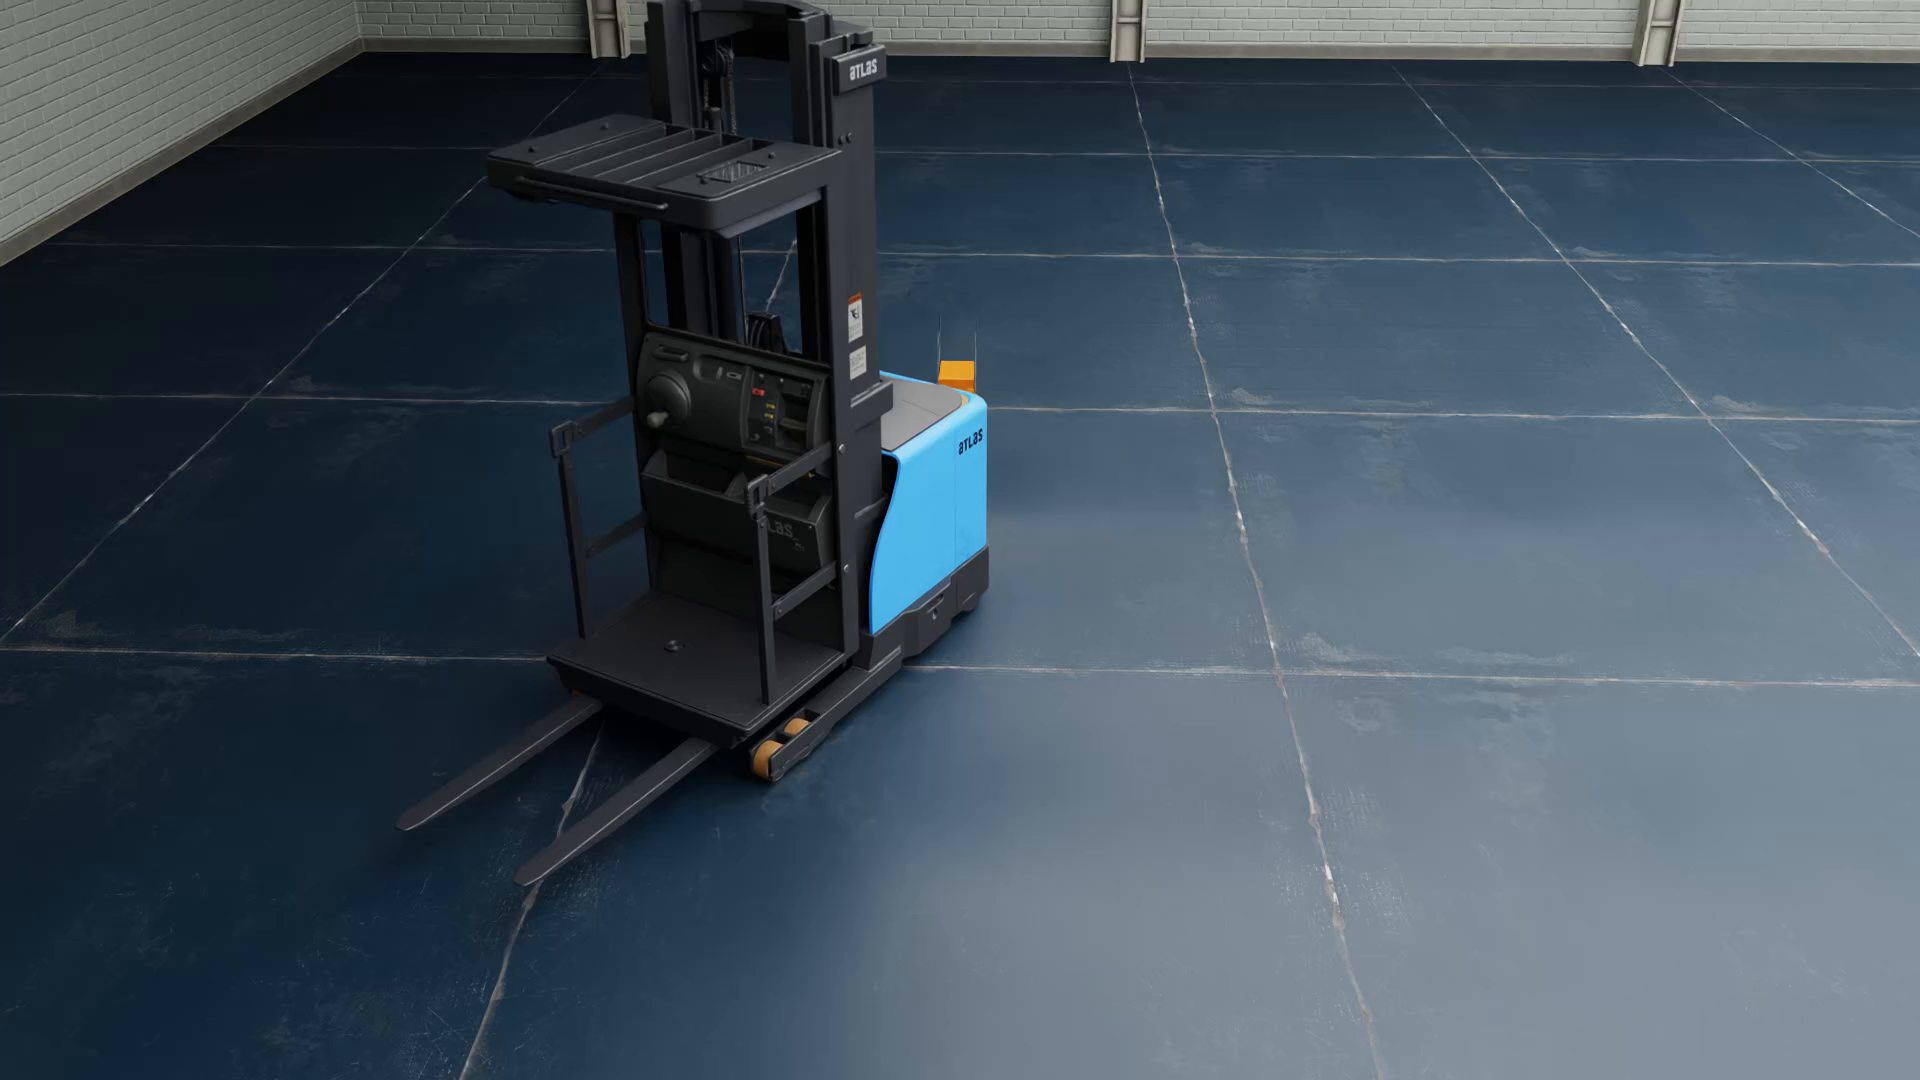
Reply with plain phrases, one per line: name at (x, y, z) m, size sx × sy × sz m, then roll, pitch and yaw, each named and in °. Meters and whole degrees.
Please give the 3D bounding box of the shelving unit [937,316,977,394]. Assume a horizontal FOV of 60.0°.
shelving unit at (-0.014, -0.530, 8.469) m, size 0.189 × 1.200 × 0.258 m, roll 1°, pitch 28°, yaw 2°

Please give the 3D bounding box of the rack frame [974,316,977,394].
rack frame at (0.077, -0.529, 8.467) m, size 0.006 × 1.200 × 0.240 m, roll 1°, pitch 28°, yaw 2°

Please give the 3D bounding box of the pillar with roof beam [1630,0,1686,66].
pillar with roof beam at (7.769, -7.423, 13.145) m, size 0.400 × 9.000 × 9.100 m, roll 1°, pitch 28°, yaw 2°

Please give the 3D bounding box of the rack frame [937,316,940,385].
rack frame at (-0.106, -0.532, 8.472) m, size 0.006 × 1.200 × 0.240 m, roll 1°, pitch 28°, yaw 2°

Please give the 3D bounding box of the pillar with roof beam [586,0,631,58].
pillar with roof beam at (-4.223, -7.621, 13.519) m, size 0.400 × 9.000 × 9.100 m, roll 1°, pitch 28°, yaw 2°

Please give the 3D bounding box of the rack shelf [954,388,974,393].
rack shelf at (-0.014, -0.703, 8.378) m, size 0.180 × 0.103 × 0.258 m, roll 1°, pitch 28°, yaw 2°

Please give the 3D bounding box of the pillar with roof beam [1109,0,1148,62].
pillar with roof beam at (1.773, -7.522, 13.332) m, size 0.400 × 9.000 × 9.100 m, roll 1°, pitch 28°, yaw 2°

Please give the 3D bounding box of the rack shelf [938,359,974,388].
rack shelf at (-0.014, -0.809, 8.322) m, size 0.180 × 0.103 × 0.258 m, roll 1°, pitch 28°, yaw 2°

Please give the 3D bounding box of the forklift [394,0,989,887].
forklift at (-1.055, -0.547, 6.652) m, size 1.130 × 2.935 × 3.031 m, roll 16°, pitch 32°, yaw 27°
